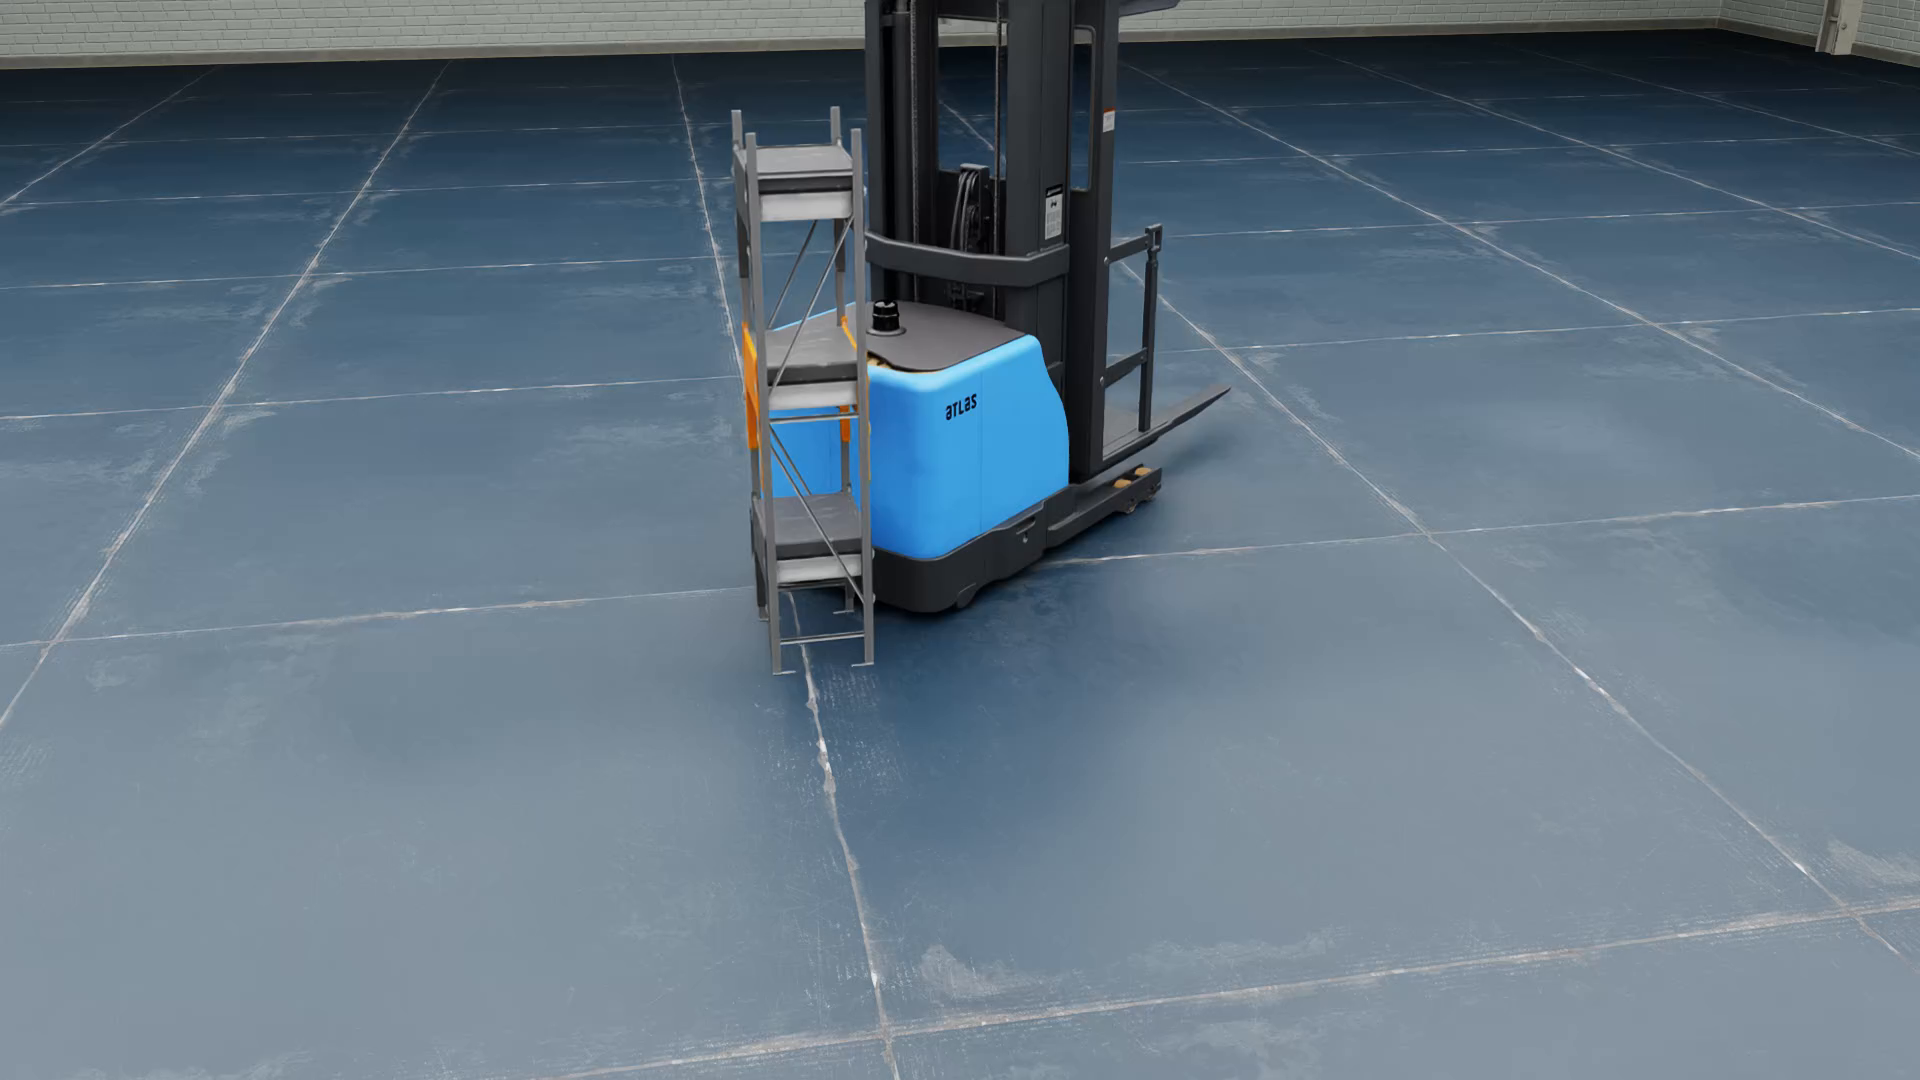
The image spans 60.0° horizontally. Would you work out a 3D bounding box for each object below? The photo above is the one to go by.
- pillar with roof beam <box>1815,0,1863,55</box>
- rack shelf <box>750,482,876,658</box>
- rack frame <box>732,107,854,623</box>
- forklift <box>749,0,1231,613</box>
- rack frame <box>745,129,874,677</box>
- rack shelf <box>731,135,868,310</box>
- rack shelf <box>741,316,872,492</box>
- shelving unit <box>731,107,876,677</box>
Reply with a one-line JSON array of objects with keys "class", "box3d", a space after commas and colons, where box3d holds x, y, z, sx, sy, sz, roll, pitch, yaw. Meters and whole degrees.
[{"class": "pillar with roof beam", "box3d": [8.145, -10.710, 21.029, 9.100, 9.000, 0.400, -4, 24, -10]}, {"class": "rack shelf", "box3d": [-0.592, 0.113, 6.651, 0.431, 0.518, 0.480, -5, 24, -12]}, {"class": "rack frame", "box3d": [-0.645, -0.636, 6.584, 0.400, 2.100, 0.015, -5, 24, -12]}, {"class": "forklift", "box3d": [0.339, -1.573, 7.689, 1.130, 2.935, 3.031, 16, 28, 32]}, {"class": "rack frame", "box3d": [-0.539, -0.446, 6.147, 0.400, 2.100, 0.015, -5, 24, -12]}, {"class": "rack shelf", "box3d": [-0.592, -1.170, 6.091, 0.431, 0.518, 0.480, -5, 24, -12]}, {"class": "rack shelf", "box3d": [-0.592, -0.529, 6.371, 0.431, 0.518, 0.480, -5, 24, -12]}, {"class": "shelving unit", "box3d": [-0.592, -0.541, 6.365, 0.431, 2.100, 0.503, -5, 24, -12]}]
